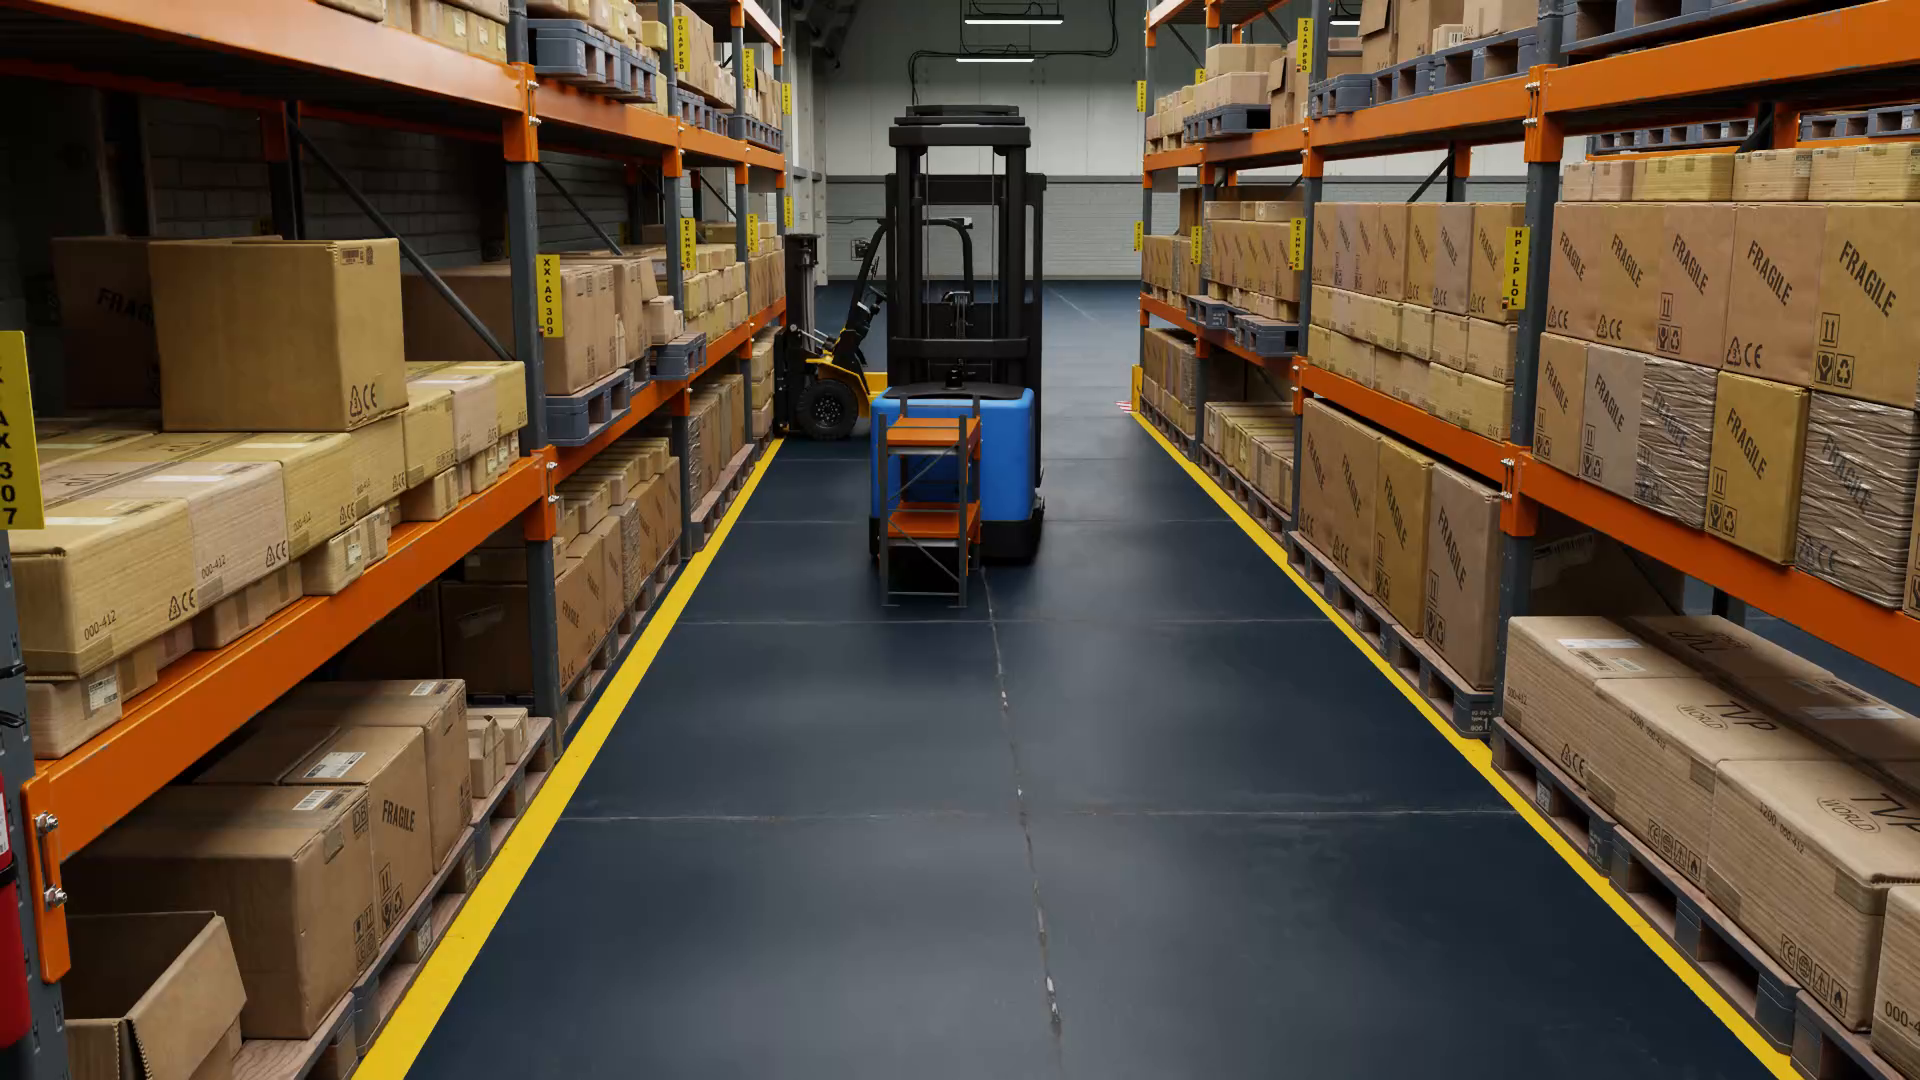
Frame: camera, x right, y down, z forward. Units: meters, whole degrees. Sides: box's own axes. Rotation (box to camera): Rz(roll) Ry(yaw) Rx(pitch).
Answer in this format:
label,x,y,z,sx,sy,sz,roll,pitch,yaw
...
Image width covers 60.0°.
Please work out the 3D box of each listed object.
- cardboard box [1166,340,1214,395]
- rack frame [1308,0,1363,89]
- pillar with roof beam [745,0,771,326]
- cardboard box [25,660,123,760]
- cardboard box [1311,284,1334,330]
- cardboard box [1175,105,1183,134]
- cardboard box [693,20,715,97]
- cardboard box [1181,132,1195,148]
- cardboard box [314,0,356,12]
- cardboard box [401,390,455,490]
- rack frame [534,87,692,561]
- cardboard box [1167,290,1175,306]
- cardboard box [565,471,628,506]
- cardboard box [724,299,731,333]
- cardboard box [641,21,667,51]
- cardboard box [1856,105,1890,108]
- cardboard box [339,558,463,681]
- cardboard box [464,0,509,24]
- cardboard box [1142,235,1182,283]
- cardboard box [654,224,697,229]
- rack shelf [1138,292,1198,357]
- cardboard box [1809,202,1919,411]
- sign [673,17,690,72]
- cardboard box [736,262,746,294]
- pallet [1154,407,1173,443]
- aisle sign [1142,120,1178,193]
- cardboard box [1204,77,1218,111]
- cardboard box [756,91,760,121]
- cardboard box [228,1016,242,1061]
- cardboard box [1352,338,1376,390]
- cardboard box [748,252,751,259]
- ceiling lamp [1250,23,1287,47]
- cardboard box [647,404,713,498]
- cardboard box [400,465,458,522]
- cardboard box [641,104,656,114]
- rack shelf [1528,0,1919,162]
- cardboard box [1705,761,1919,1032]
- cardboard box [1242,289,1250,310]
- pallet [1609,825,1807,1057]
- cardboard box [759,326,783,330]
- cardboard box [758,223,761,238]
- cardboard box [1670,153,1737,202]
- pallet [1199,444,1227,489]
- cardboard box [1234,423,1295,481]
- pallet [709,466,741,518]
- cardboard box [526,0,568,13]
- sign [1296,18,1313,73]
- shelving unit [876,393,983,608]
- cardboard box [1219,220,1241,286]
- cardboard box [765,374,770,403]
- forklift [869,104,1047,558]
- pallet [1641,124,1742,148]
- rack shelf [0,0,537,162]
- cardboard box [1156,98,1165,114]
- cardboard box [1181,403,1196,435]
label,x,y,z,sx,sy,sz,roll,pitch,yaw
cardboard box,2.308,-1.702,16.376,0.500,0.500,0.500,0,11,2
rack frame,2.696,-4.302,10.131,1.000,3.000,0.127,0,11,-1
pillar with roof beam,0.737,-8.132,29.010,9.100,9.000,0.400,0,11,-1
cardboard box,-1.834,0.306,3.137,0.380,0.149,0.250,0,11,-2
cardboard box,2.459,-1.432,10.191,0.500,0.250,0.500,0,11,-2
cardboard box,2.327,-3.988,15.756,0.500,0.250,0.500,0,11,-2
cardboard box,-2.059,-3.462,11.975,0.500,0.500,0.500,0,11,0
cardboard box,2.294,-3.770,15.685,0.380,0.149,0.250,0,11,0
cardboard box,-1.810,-1.467,4.332,0.380,0.149,0.250,0,11,-1
cardboard box,-1.908,-0.319,5.216,0.500,0.250,0.500,0,11,-2
rack frame,-2.267,-1.341,10.623,1.000,3.000,0.127,0,11,-1
cardboard box,2.260,-2.400,16.478,0.380,0.149,0.250,0,11,-1
cardboard box,-2.004,-0.278,8.987,0.380,0.149,0.250,-1,11,-4
cardboard box,-2.082,-1.764,13.089,0.500,0.250,0.500,0,11,-1
cardboard box,-1.964,-3.011,9.940,0.380,0.149,0.250,0,11,1
cardboard box,7.333,-3.592,13.500,0.250,0.149,0.380,0,11,-1
cardboard box,-2.490,0.377,7.386,0.500,0.500,0.500,0,11,-1
cardboard box,-1.924,-1.993,5.923,0.500,0.250,0.500,0,11,-1
cardboard box,2.263,-3.052,18.057,0.500,0.500,0.500,0,11,-2
cardboard box,-2.694,-2.914,15.749,0.380,0.149,0.250,0,11,-2
rack shelf,2.572,-2.202,16.678,1.077,0.370,4.000,0,11,-1
cardboard box,2.566,-0.607,4.243,0.500,0.500,0.500,0,11,-1
sign,-1.724,-3.066,10.282,0.100,0.325,0.005,0,11,-1
cardboard box,-2.084,-2.211,14.032,0.500,0.250,0.500,0,11,-2
pallet,2.535,-1.167,16.779,1.003,0.211,1.213,0,11,-1
aisle sign,2.219,-4.237,18.362,0.394,0.787,0.004,0,11,-1
cardboard box,2.236,-3.541,13.244,0.500,0.250,0.500,0,11,-2
cardboard box,-2.077,-4.091,15.666,0.396,0.266,0.258,-1,11,-2
cardboard box,-1.989,1.234,4.044,0.380,0.149,0.250,-1,11,-3
cardboard box,2.487,-0.984,9.241,0.500,0.250,0.500,0,11,1
cardboard box,-2.100,-2.619,15.039,0.380,0.149,0.250,0,11,0
ceiling lamp,8.278,-13.835,42.439,2.000,3.185,0.800,0,11,-1
cardboard box,-2.288,-0.637,12.069,0.875,0.625,0.625,0,11,1
cardboard box,-1.857,-0.154,5.405,0.380,0.149,0.250,0,11,-2
cardboard box,-2.003,-2.536,9.349,0.500,0.250,0.500,0,11,-1
rack shelf,2.819,-1.287,4.622,1.077,0.370,4.000,0,11,-1
cardboard box,2.720,0.966,4.643,0.875,0.438,0.875,0,11,0
cardboard box,2.342,-1.816,12.543,0.380,0.149,0.250,-1,11,-3
pallet,2.744,1.195,5.140,1.003,0.211,1.213,0,11,-1
cardboard box,-2.111,-2.189,18.149,0.500,0.250,0.500,0,11,1
cardboard box,-2.177,-3.068,16.508,0.380,0.149,0.250,0,11,0
cardboard box,2.514,-1.156,5.313,0.380,0.149,0.250,-1,11,-3
pallet,2.630,-0.636,14.161,1.003,0.211,1.213,0,11,-1
cardboard box,2.661,-0.690,12.967,0.950,0.372,0.625,0,11,1
pallet,-2.267,-0.380,12.900,1.003,0.211,1.213,0,11,-1
cardboard box,-1.793,-2.208,6.680,0.380,0.149,0.250,0,11,0
sign,2.153,-3.083,10.369,0.100,0.325,0.005,0,11,-1
shelving unit,-0.169,-0.265,10.034,0.538,1.125,1.048,1,12,5
cardboard box,2.343,-2.265,13.125,0.500,0.500,0.500,0,11,-1
cardboard box,-2.063,-1.437,15.698,0.500,0.250,0.500,0,11,-1
forklift,0.051,-1.560,11.877,1.130,2.935,3.031,1,12,5
pallet,7.531,-4.029,16.551,1.003,0.211,1.213,0,11,-1
rack shelf,-2.143,-1.265,4.517,1.077,0.370,4.000,0,11,-1
cardboard box,2.229,-4.468,17.121,0.380,0.149,0.250,0,11,-1
cardboard box,2.332,-1.132,15.452,0.500,0.250,0.500,0,11,1
